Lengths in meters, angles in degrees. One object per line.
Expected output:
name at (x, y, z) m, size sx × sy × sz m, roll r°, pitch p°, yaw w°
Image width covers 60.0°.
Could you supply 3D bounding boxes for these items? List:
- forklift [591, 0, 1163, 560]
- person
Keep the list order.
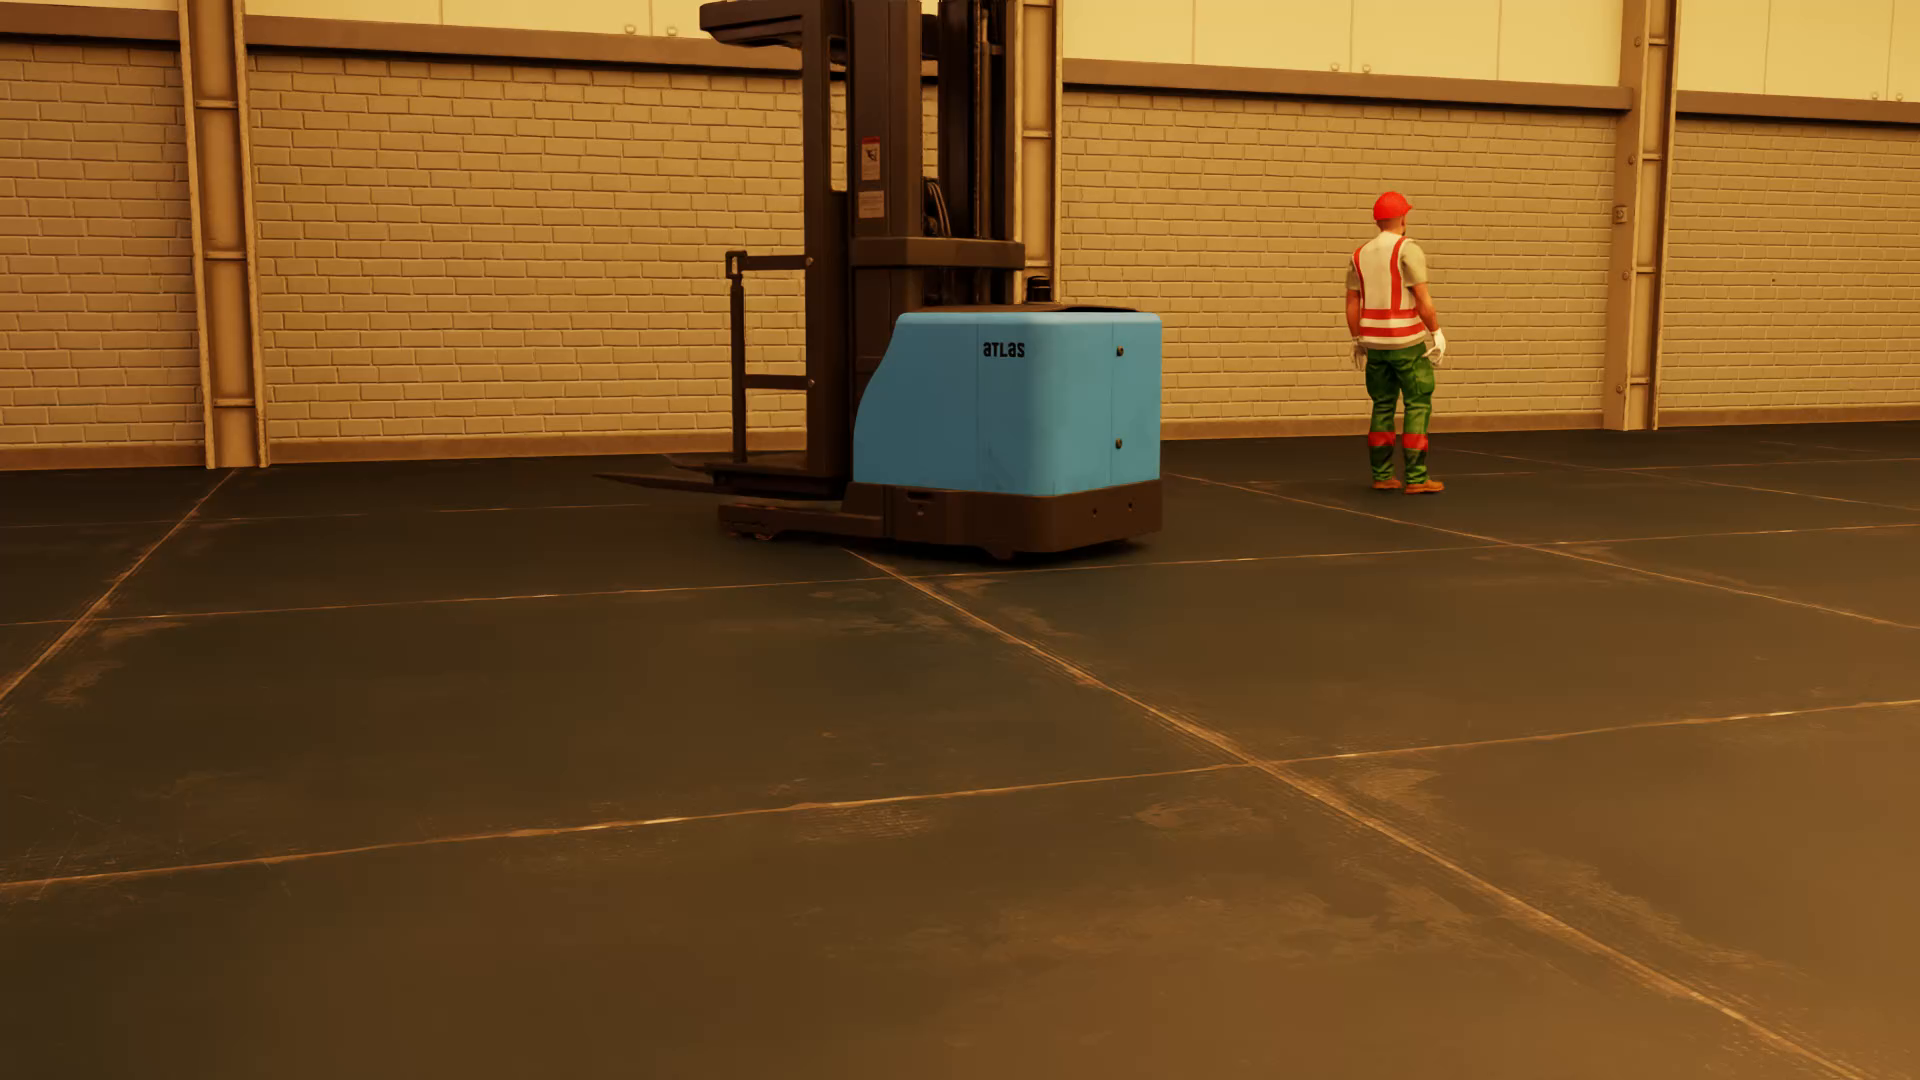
forklift at (-0.549, -1.498, 8.061) m, size 3.031 × 2.935 × 1.130 m, roll 6°, pitch 10°, yaw 36°
person at (2.644, -1.175, 9.984) m, size 0.482 × 1.803 × 0.633 m, roll -6°, pitch 10°, yaw -37°
